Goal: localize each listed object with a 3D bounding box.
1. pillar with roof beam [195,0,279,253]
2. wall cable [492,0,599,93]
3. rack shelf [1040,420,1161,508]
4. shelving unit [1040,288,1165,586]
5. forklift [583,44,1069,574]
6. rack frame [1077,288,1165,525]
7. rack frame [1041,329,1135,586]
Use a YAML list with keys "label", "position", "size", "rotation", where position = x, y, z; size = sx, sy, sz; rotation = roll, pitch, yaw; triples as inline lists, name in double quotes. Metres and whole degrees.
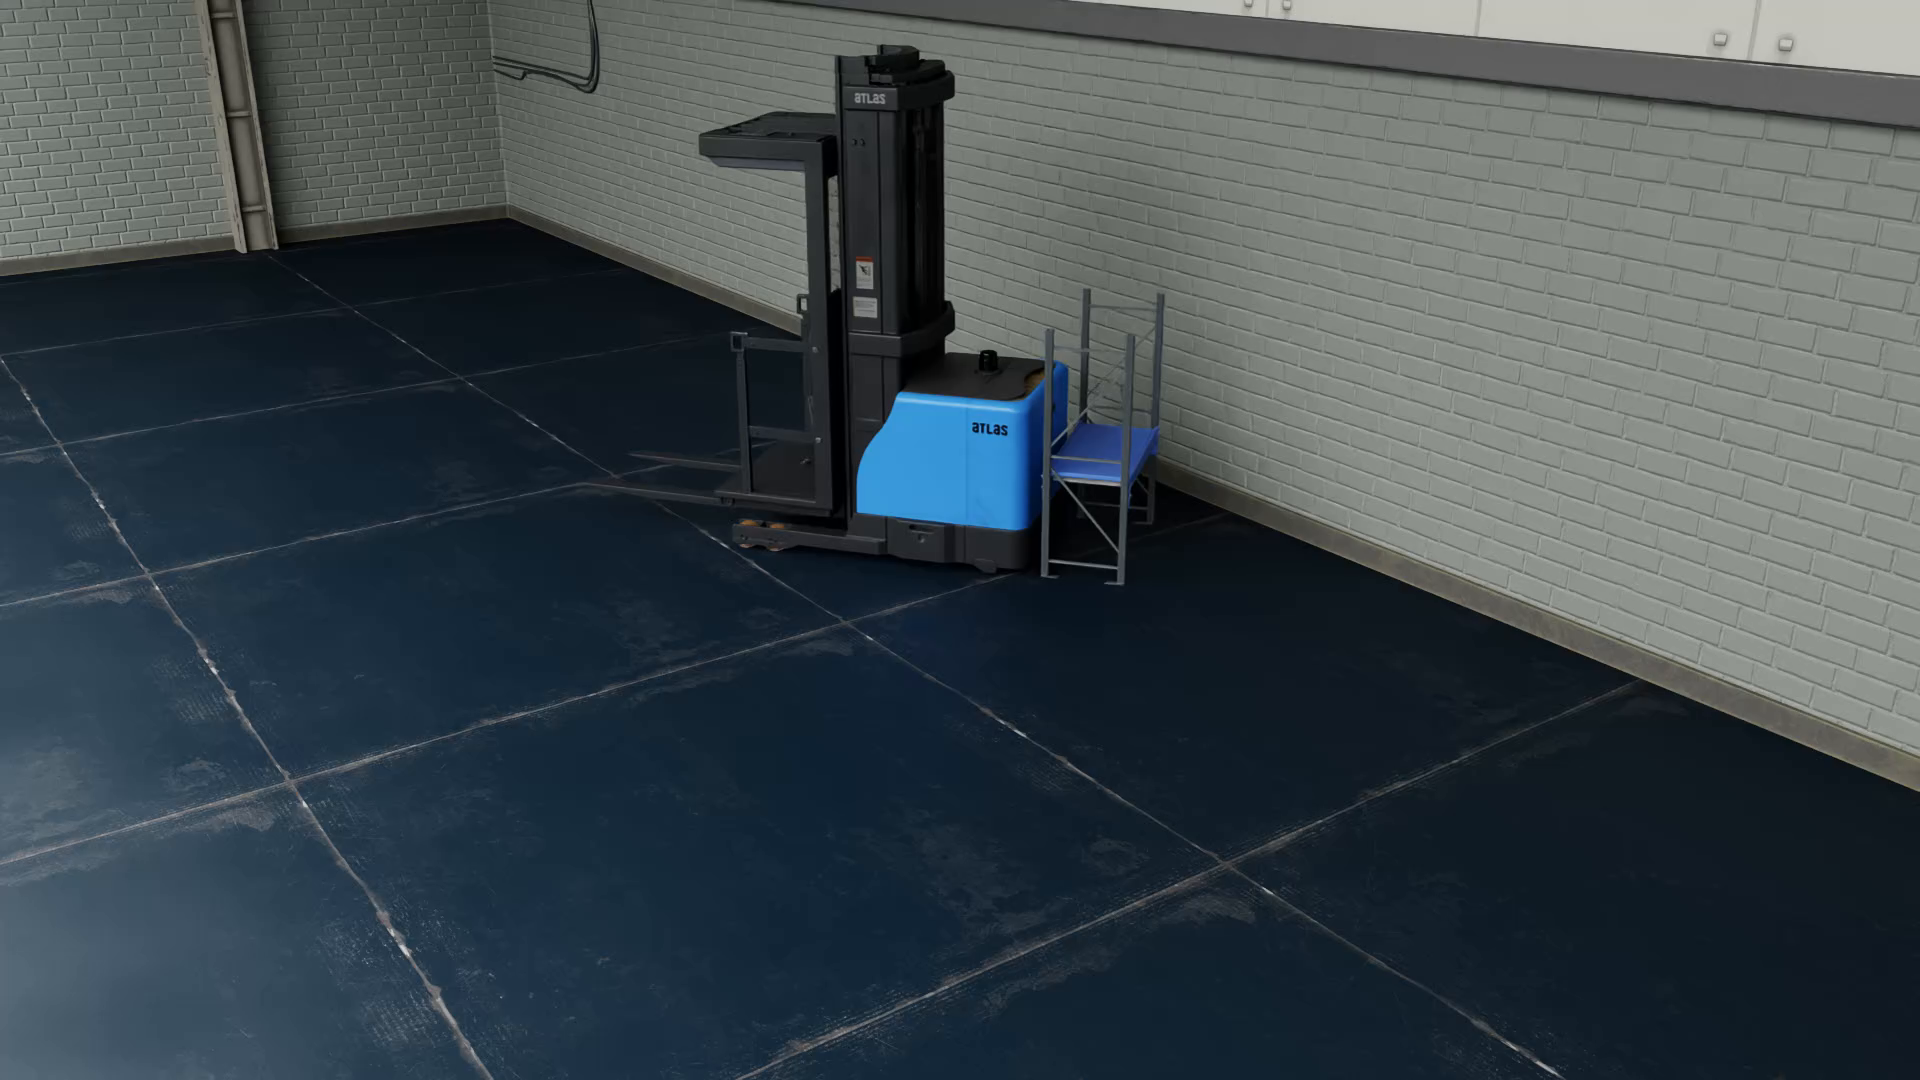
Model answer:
- label: "pillar with roof beam"
  position: [-5.319, -6.131, 13.620]
  size: [0.400, 9.000, 9.100]
  rotation: [-15, 26, -33]
- label: "wall cable"
  position: [-4.670, -6.224, 18.042]
  size: [0.112, 2.526, 3.097]
  rotation: [-15, 26, -33]
- label: "rack shelf"
  position: [0.861, -0.472, 10.040]
  size: [0.538, 0.185, 1.000]
  rotation: [6, 23, 15]
- label: "shelving unit"
  position: [0.861, -0.639, 9.974]
  size: [0.538, 1.500, 1.048]
  rotation: [6, 23, 15]
- label: "forklift"
  position: [-0.892, -1.468, 10.120]
  size: [3.031, 2.935, 1.130]
  rotation: [7, 23, 17]
- label: "rack frame"
  position: [0.999, -0.820, 10.428]
  size: [0.500, 1.500, 0.032]
  rotation: [6, 23, 15]
- label: "rack frame"
  position: [0.723, -0.458, 9.519]
  size: [0.500, 1.500, 0.032]
  rotation: [6, 23, 15]
